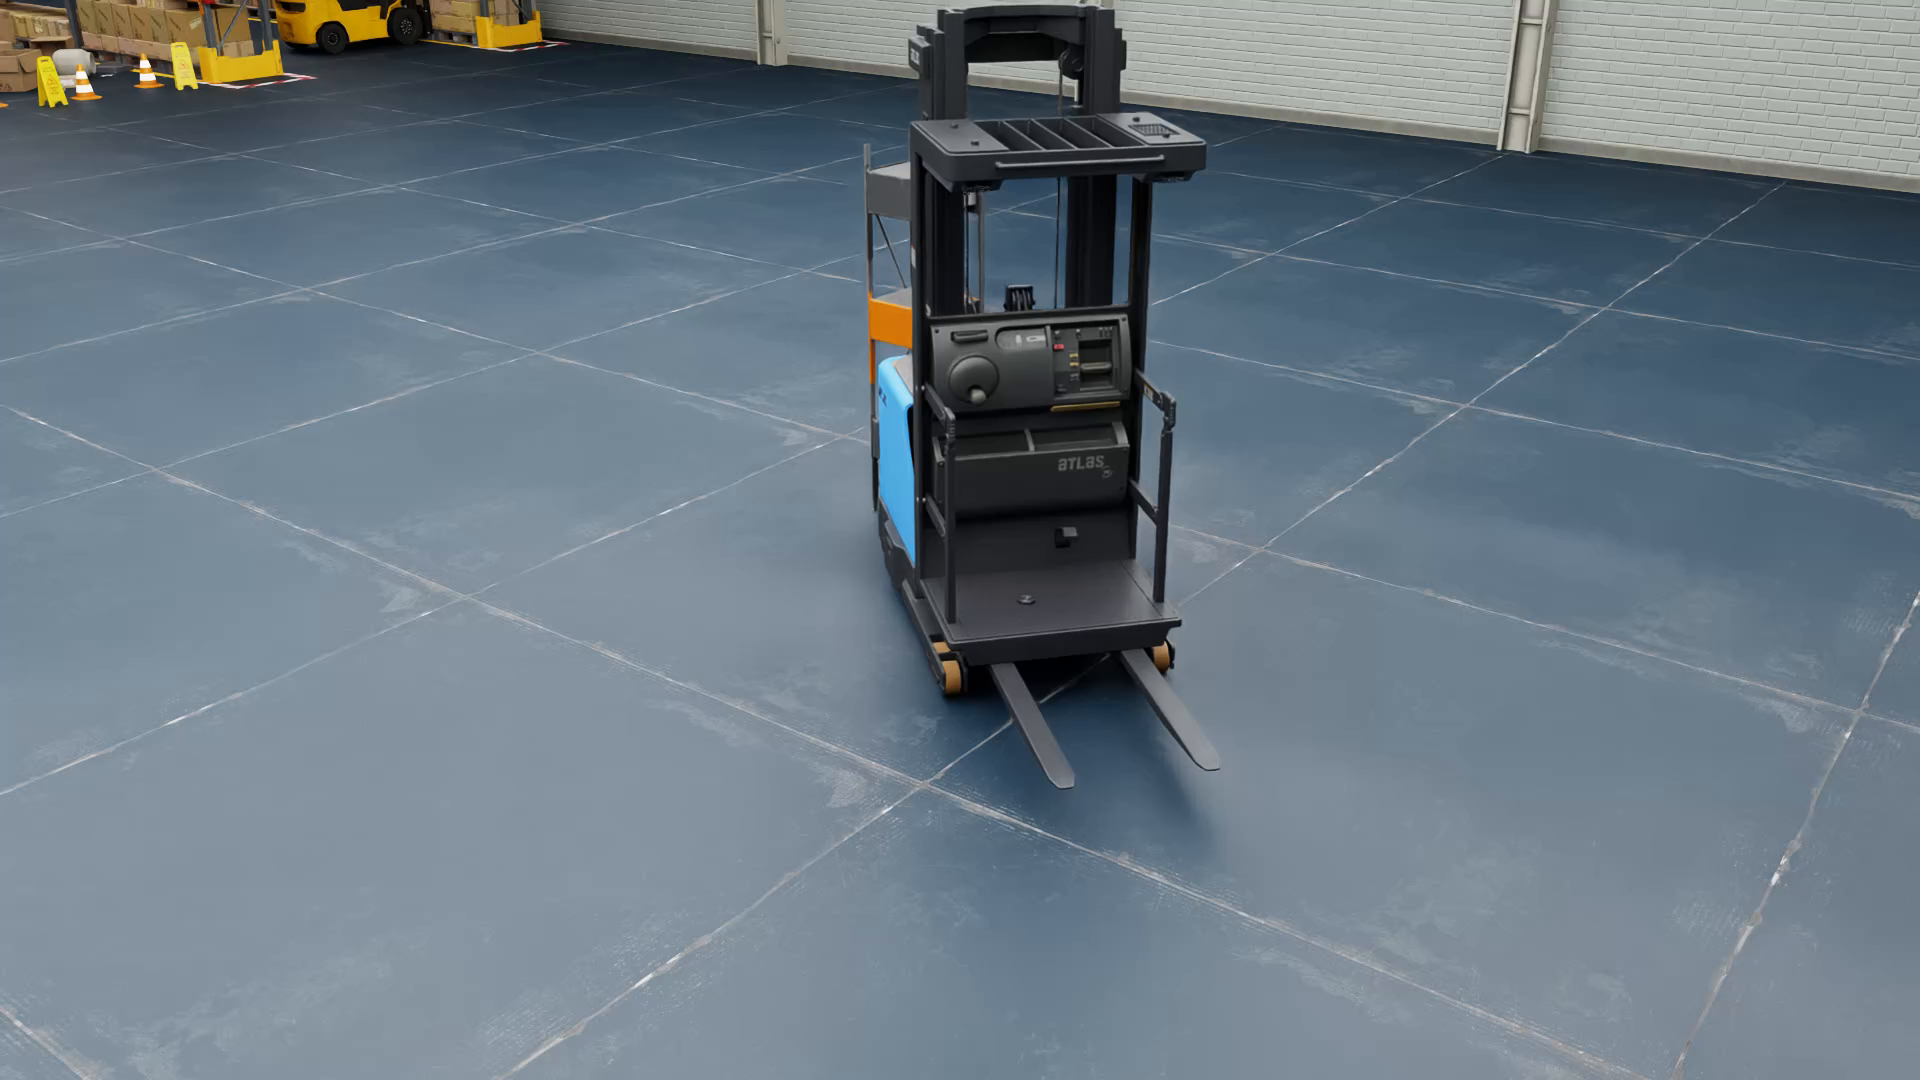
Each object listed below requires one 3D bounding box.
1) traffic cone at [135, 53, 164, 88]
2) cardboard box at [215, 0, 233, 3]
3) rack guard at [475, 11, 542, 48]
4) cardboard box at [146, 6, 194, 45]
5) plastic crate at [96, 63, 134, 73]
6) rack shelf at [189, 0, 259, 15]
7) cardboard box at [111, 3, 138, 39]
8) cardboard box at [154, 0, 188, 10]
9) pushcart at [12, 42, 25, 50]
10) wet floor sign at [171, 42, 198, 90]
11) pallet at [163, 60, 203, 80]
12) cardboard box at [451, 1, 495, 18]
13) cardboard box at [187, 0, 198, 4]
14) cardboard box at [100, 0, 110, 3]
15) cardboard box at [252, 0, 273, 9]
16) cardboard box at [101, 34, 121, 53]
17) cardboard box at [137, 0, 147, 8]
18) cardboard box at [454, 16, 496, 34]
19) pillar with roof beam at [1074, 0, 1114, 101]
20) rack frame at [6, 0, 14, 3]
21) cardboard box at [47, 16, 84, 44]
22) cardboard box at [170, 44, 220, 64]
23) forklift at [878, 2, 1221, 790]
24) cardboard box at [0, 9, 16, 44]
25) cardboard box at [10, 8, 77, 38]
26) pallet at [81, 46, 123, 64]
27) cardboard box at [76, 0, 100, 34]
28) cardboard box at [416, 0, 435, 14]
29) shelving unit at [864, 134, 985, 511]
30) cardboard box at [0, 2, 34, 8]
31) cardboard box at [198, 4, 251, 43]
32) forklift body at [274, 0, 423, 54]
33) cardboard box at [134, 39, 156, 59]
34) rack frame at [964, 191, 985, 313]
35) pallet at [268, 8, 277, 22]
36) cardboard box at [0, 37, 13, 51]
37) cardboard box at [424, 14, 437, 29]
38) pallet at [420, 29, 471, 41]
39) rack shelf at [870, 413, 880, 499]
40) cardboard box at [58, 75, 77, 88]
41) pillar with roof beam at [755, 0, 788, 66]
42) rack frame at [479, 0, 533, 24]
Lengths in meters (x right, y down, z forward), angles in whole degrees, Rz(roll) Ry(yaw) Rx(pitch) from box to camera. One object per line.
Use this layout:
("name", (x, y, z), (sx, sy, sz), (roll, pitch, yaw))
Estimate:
("traffic cone", (-11.842, -6.840, 24.200), (0.334, 0.463, 0.336), (17, 29, 33))
("cardboard box", (-14.619, -10.931, 32.919), (0.500, 0.500, 0.500), (18, 29, 35))
("rack guard", (-7.731, -8.766, 28.525), (0.348, 0.500, 1.175), (17, 29, 33))
("cardboard box", (-11.941, -7.825, 25.248), (0.500, 0.500, 0.500), (18, 30, 35))
("plastic crate", (-13.160, -7.300, 25.719), (0.583, 0.080, 0.402), (7, 25, 15))
("rack shelf", (-12.325, -8.467, 25.640), (4.000, 0.370, 1.077), (17, 29, 33))
("cardboard box", (-12.765, -8.076, 25.819), (0.500, 0.500, 0.500), (19, 30, 36))
("cardboard box", (-11.856, -8.064, 24.986), (0.250, 0.149, 0.380), (18, 29, 35))
("pushcart", (-15.252, -7.333, 25.424), (0.936, 0.377, 1.648), (7, 25, 15))
("wet floor sign", (-11.214, -6.845, 23.984), (0.267, 0.644, 0.232), (-15, 28, -30))
("pallet", (-11.414, -7.263, 25.473), (1.213, 0.211, 1.003), (17, 29, 33))
("cardboard box", (-8.327, -9.095, 28.441), (0.500, 0.250, 0.500), (16, 29, 33))
("cardboard box", (-12.041, -8.129, 25.939), (0.500, 0.500, 0.500), (17, 29, 34))
("cardboard box", (-13.138, -8.451, 25.865), (0.250, 0.149, 0.380), (18, 30, 35))
("cardboard box", (-13.133, -10.645, 32.114), (0.625, 0.625, 0.875), (18, 29, 35))
("cardboard box", (-13.181, -7.859, 26.256), (0.500, 0.250, 0.500), (19, 30, 36))
("cardboard box", (-12.265, -8.190, 25.272), (0.250, 0.149, 0.380), (18, 30, 35))
("cardboard box", (-8.316, -8.861, 28.530), (0.500, 0.250, 0.500), (17, 29, 34))
("pillar with roof beam", (-0.746, -8.829, 18.128), (0.400, 9.000, 9.100), (17, 29, 33))
("rack frame", (-17.126, -10.248, 28.788), (0.127, 3.000, 1.000), (17, 29, 33))
("cardboard box", (-14.346, -8.396, 27.324), (0.625, 0.372, 0.950), (17, 29, 34))
("cardboard box", (-11.552, -7.361, 25.127), (0.500, 0.250, 0.500), (17, 29, 33))
("forklift", (0.379, -0.792, 7.412), (1.130, 2.935, 3.031), (-5, 24, -12))
("cardboard box", (-14.968, -7.901, 25.624), (0.500, 0.500, 0.500), (17, 29, 33))
("cardboard box", (-15.481, -8.736, 28.096), (0.625, 0.372, 0.950), (18, 29, 35))
("pallet", (-13.366, -7.853, 26.812), (1.213, 0.211, 1.003), (17, 29, 33))
("cardboard box", (-13.615, -8.328, 26.390), (0.500, 0.500, 0.500), (18, 30, 36))
("cardboard box", (-9.148, -9.338, 28.992), (0.500, 0.250, 0.500), (16, 28, 32))
("shelving unit", (-0.189, -1.129, 9.209), (0.503, 2.100, 0.431), (18, 30, 36))
("cardboard box", (-16.680, -9.097, 28.916), (0.625, 0.372, 0.950), (15, 28, 30))
("cardboard box", (-11.223, -7.880, 25.374), (0.500, 0.500, 0.500), (16, 28, 32))
("forklift body", (-10.362, -9.397, 27.910), (1.214, 2.155, 2.313), (17, 29, 33))
("cardboard box", (-12.364, -7.608, 25.687), (0.500, 0.250, 0.500), (16, 28, 31))
("rack frame", (0.000, -1.067, 9.067), (0.015, 2.100, 0.400), (18, 30, 36))
("pallet", (-12.544, -10.067, 31.836), (1.213, 0.211, 1.003), (17, 29, 33))
("cardboard box", (-14.401, -7.064, 24.490), (0.503, 0.637, 0.797), (17, 29, 33))
("cardboard box", (-9.103, -9.108, 29.091), (0.500, 0.250, 0.500), (17, 29, 34))
("pallet", (-9.359, -9.106, 29.655), (1.213, 0.211, 1.003), (17, 29, 33))
("rack shelf", (-0.189, -0.476, 9.497), (0.480, 0.518, 0.431), (18, 30, 36))
("cardboard box", (-12.984, -6.674, 24.212), (0.380, 0.149, 0.250), (-10, 26, -21))
("pillar with roof beam", (-5.548, -10.280, 21.421), (0.400, 9.000, 9.100), (17, 29, 33))
("rack frame", (-7.750, -9.915, 28.034), (0.127, 3.000, 1.000), (17, 29, 33))
